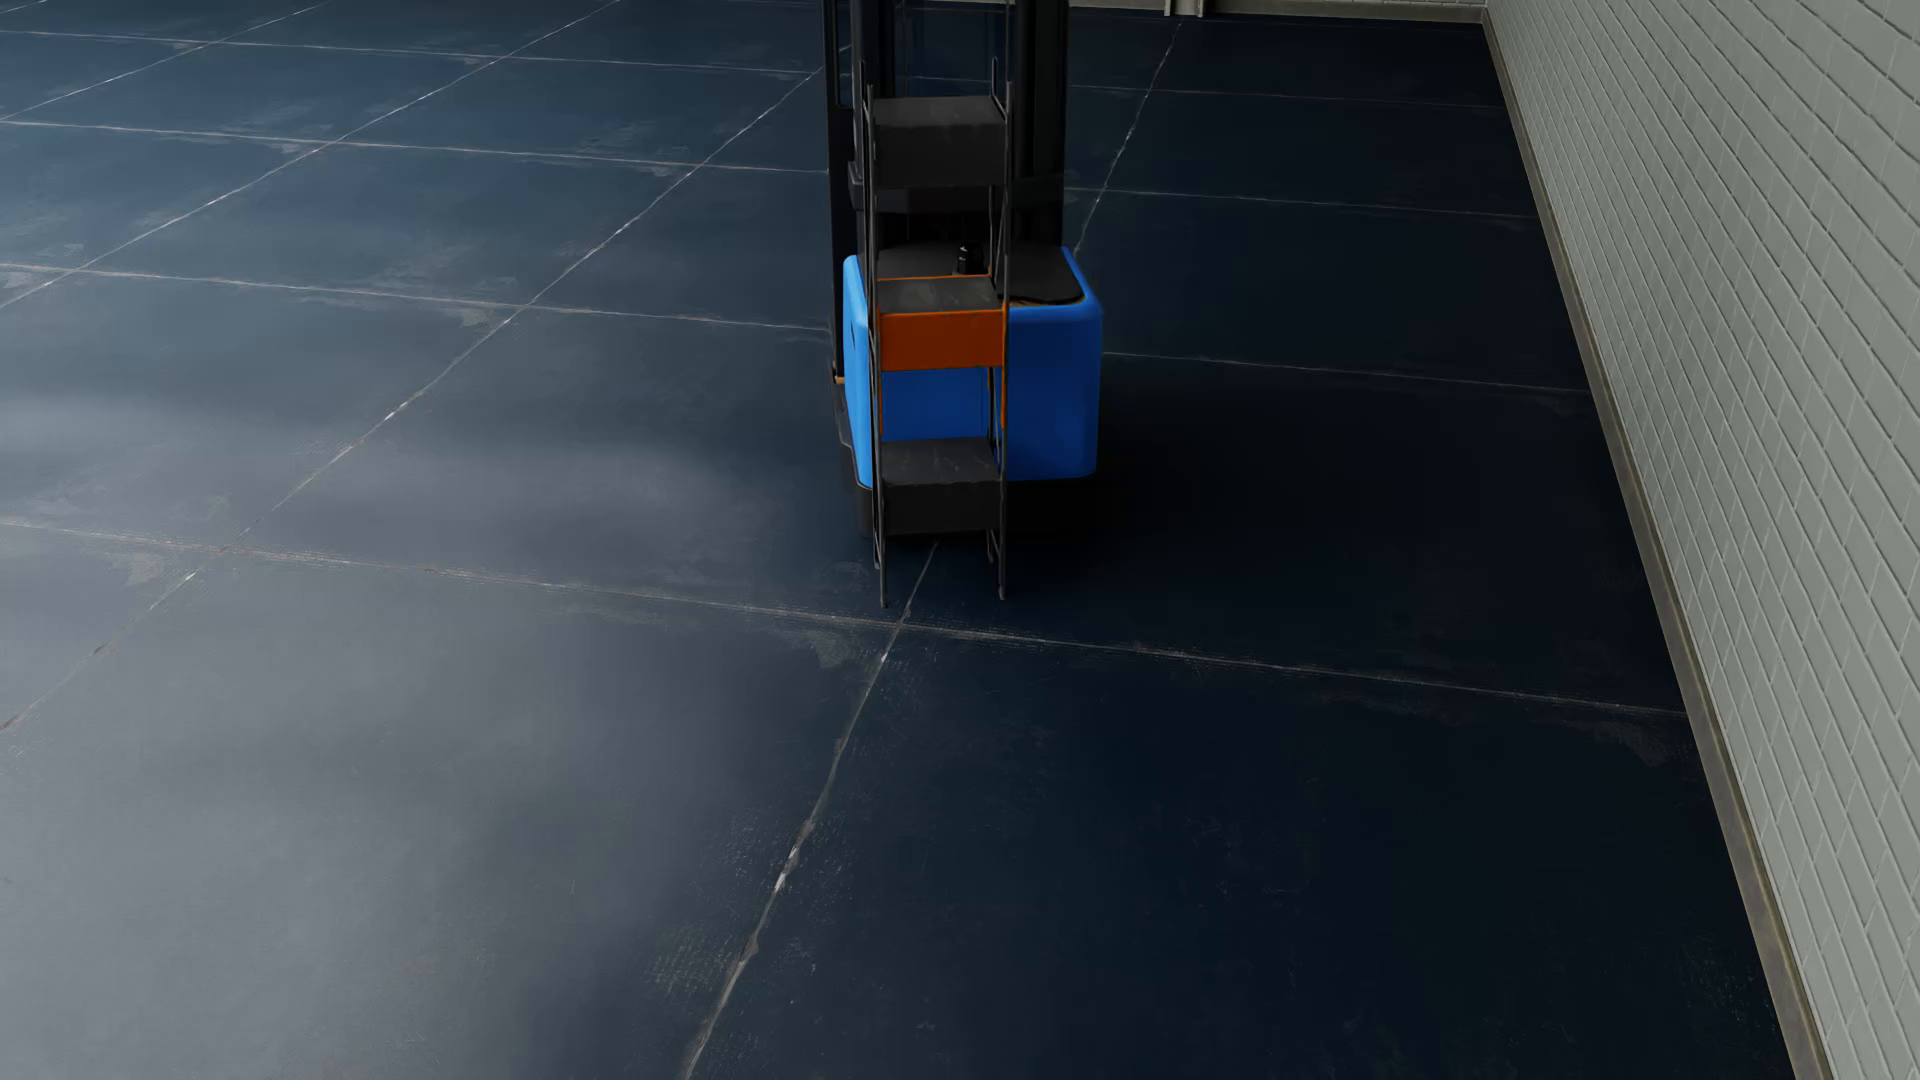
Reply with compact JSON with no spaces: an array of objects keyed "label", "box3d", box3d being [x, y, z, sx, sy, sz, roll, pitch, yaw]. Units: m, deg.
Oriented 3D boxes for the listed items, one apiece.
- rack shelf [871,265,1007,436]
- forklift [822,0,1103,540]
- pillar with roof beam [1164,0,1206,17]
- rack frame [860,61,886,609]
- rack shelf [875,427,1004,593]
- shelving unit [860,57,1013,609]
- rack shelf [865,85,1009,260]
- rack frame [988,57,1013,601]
[{"label":"rack shelf","box3d":[-0.091,-0.739,6.442,0.480,0.518,0.431,-3,29,-6]},{"label":"forklift","box3d":[-0.095,-1.968,7.792,1.130,2.935,3.031,-3,29,-6]},{"label":"pillar with roof beam","box3d":[1.430,-7.372,11.346,0.400,9.000,9.100,6,29,11]},{"label":"rack frame","box3d":[-0.333,-0.736,6.408,0.015,2.100,0.400,-3,29,-6]},{"label":"rack shelf","box3d":[-0.091,-0.125,6.778,0.480,0.518,0.431,-3,29,-6]},{"label":"shelving unit","box3d":[-0.091,-0.751,6.435,0.503,2.100,0.431,-3,29,-6]},{"label":"rack shelf","box3d":[-0.091,-1.353,6.106,0.480,0.518,0.431,-3,29,-6]},{"label":"rack frame","box3d":[0.151,-0.766,6.462,0.015,2.100,0.400,-3,29,-6]}]
